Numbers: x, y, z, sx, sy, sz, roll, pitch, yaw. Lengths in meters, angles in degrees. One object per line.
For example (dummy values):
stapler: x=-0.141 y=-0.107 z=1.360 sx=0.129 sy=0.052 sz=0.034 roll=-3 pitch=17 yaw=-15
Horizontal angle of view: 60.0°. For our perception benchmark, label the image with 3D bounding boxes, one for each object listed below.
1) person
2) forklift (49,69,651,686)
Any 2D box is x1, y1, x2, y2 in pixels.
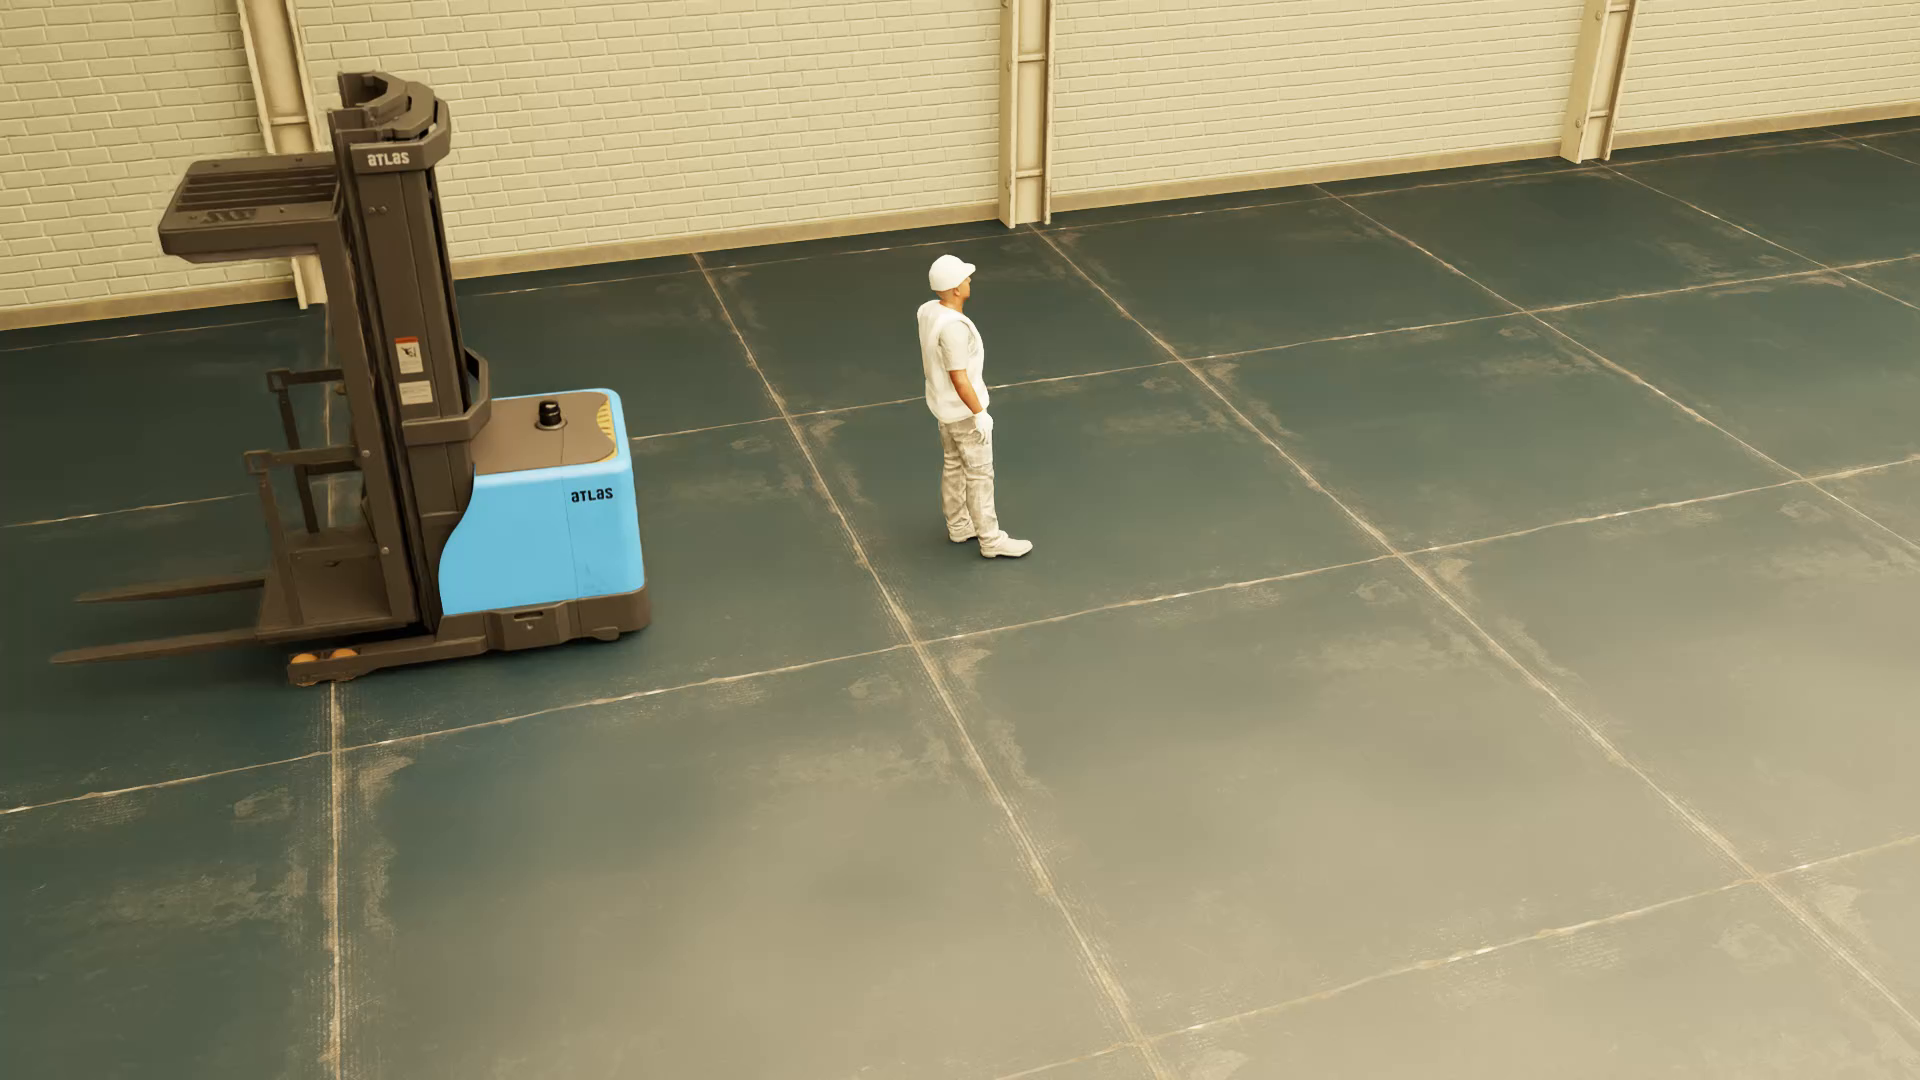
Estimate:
person: x=0.071 y=-0.787 z=9.591 sx=0.575 sy=1.785 sz=0.657 roll=-10 pitch=31 yaw=-16
forklift: x=-3.269 y=-0.797 z=8.472 sx=3.031 sy=2.935 sz=1.130 roll=-7 pitch=31 yaw=-12
